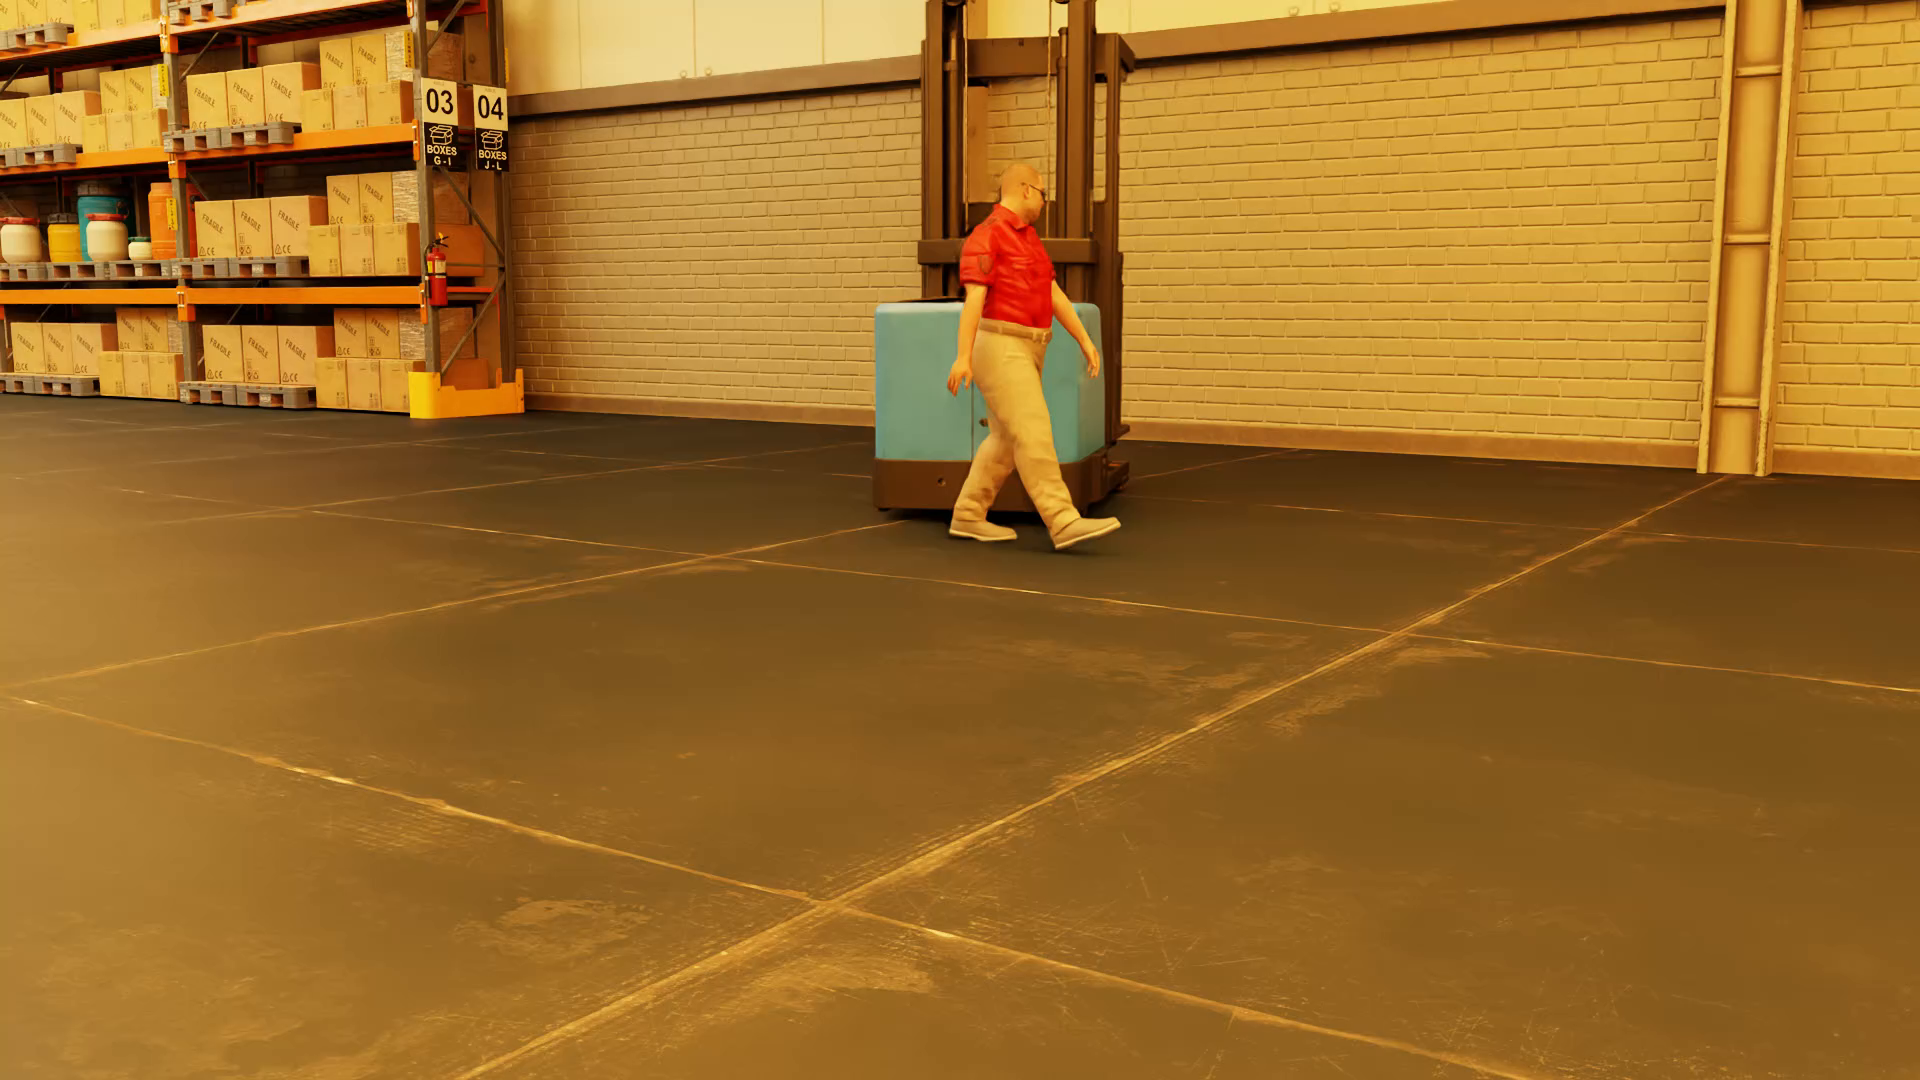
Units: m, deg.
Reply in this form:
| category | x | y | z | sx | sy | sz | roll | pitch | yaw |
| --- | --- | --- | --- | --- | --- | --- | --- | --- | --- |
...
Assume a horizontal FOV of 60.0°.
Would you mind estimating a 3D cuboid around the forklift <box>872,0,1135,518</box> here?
| category | x | y | z | sx | sy | sz | roll | pitch | yaw |
| --- | --- | --- | --- | --- | --- | --- | --- | --- | --- |
| forklift | 0.380 | -1.732 | 9.374 | 1.130 | 2.935 | 3.031 | 2 | 8 | 12 |

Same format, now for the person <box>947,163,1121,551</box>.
| category | x | y | z | sx | sy | sz | roll | pitch | yaw |
| --- | --- | --- | --- | --- | --- | --- | --- | --- | --- |
| person | 0.314 | -0.798 | 7.278 | 0.891 | 1.679 | 0.692 | 3 | 9 | 22 |
